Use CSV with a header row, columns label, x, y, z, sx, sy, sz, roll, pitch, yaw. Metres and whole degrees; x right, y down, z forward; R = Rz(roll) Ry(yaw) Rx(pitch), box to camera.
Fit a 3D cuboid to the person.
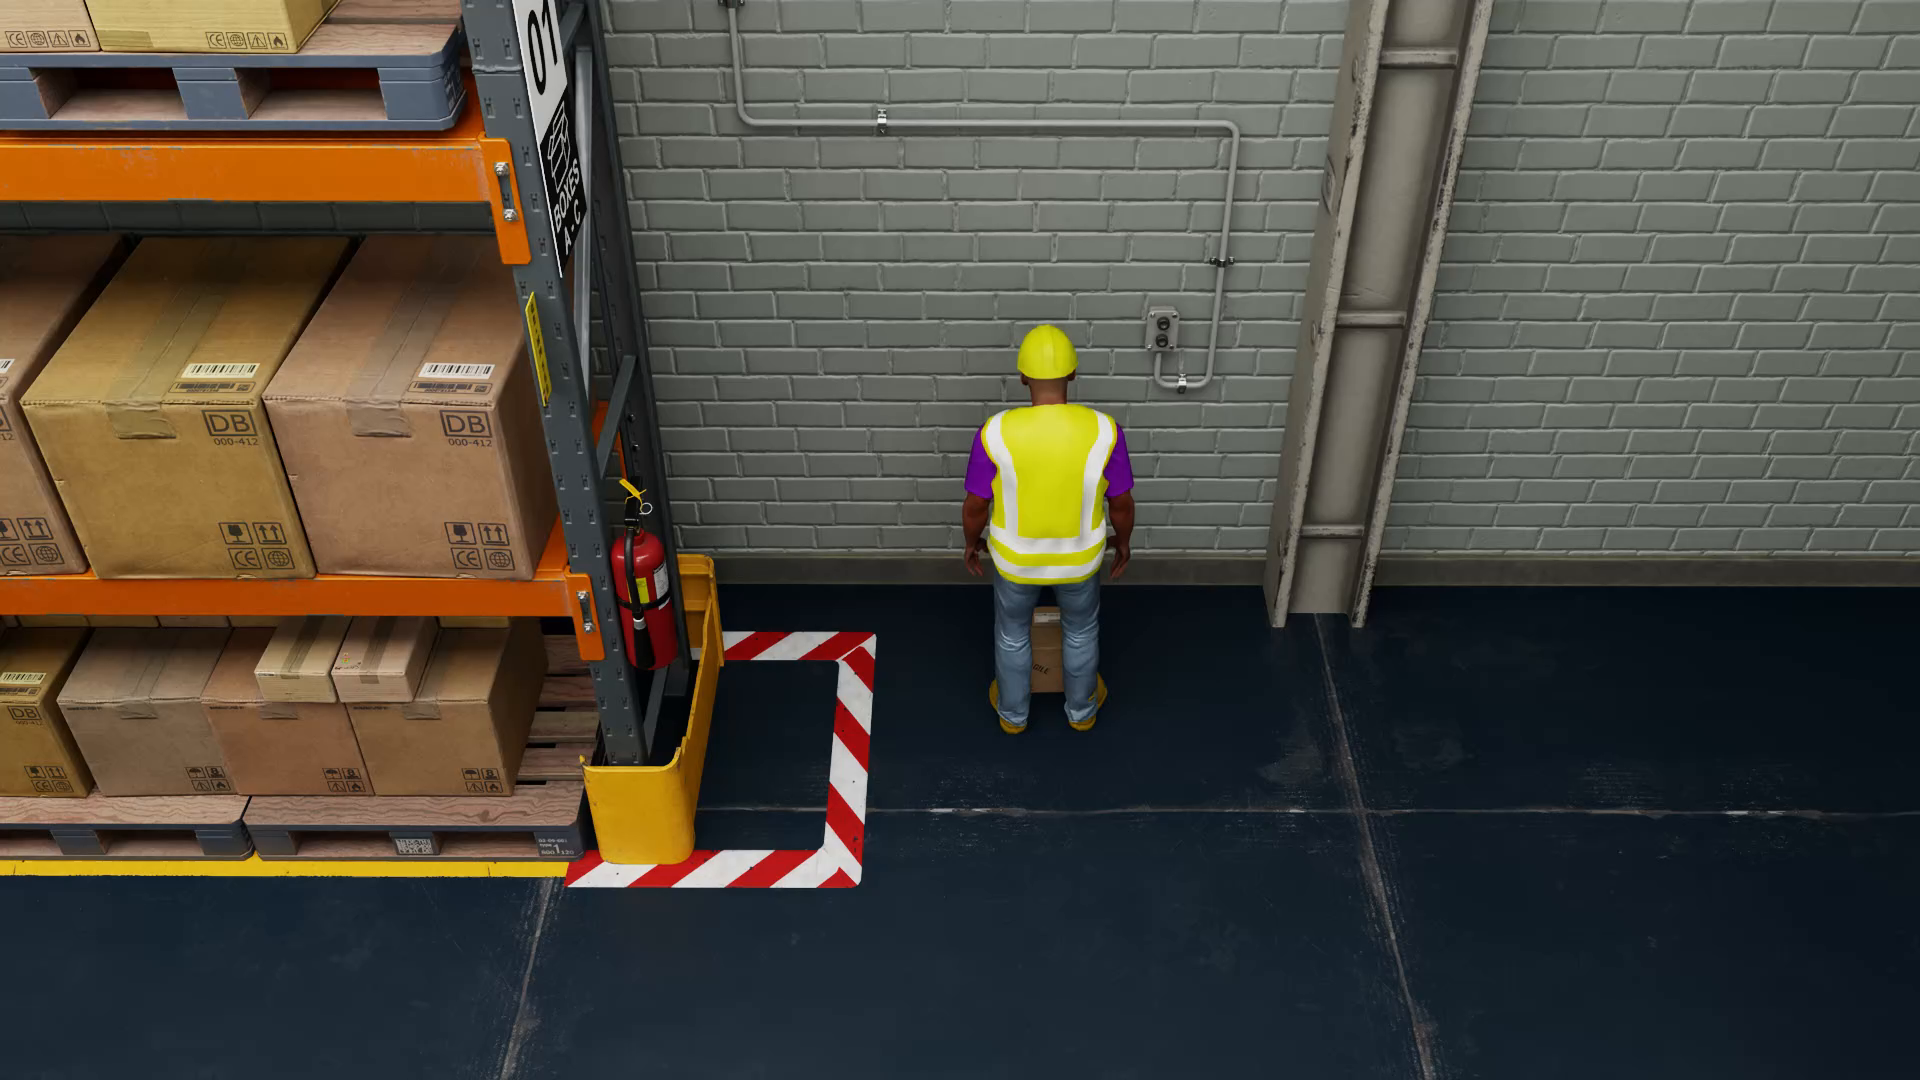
label,x,y,z,sx,sy,sz,roll,pitch,yaw
person,0.321,0.011,6.130,0.626,1.756,0.461,0,39,0
